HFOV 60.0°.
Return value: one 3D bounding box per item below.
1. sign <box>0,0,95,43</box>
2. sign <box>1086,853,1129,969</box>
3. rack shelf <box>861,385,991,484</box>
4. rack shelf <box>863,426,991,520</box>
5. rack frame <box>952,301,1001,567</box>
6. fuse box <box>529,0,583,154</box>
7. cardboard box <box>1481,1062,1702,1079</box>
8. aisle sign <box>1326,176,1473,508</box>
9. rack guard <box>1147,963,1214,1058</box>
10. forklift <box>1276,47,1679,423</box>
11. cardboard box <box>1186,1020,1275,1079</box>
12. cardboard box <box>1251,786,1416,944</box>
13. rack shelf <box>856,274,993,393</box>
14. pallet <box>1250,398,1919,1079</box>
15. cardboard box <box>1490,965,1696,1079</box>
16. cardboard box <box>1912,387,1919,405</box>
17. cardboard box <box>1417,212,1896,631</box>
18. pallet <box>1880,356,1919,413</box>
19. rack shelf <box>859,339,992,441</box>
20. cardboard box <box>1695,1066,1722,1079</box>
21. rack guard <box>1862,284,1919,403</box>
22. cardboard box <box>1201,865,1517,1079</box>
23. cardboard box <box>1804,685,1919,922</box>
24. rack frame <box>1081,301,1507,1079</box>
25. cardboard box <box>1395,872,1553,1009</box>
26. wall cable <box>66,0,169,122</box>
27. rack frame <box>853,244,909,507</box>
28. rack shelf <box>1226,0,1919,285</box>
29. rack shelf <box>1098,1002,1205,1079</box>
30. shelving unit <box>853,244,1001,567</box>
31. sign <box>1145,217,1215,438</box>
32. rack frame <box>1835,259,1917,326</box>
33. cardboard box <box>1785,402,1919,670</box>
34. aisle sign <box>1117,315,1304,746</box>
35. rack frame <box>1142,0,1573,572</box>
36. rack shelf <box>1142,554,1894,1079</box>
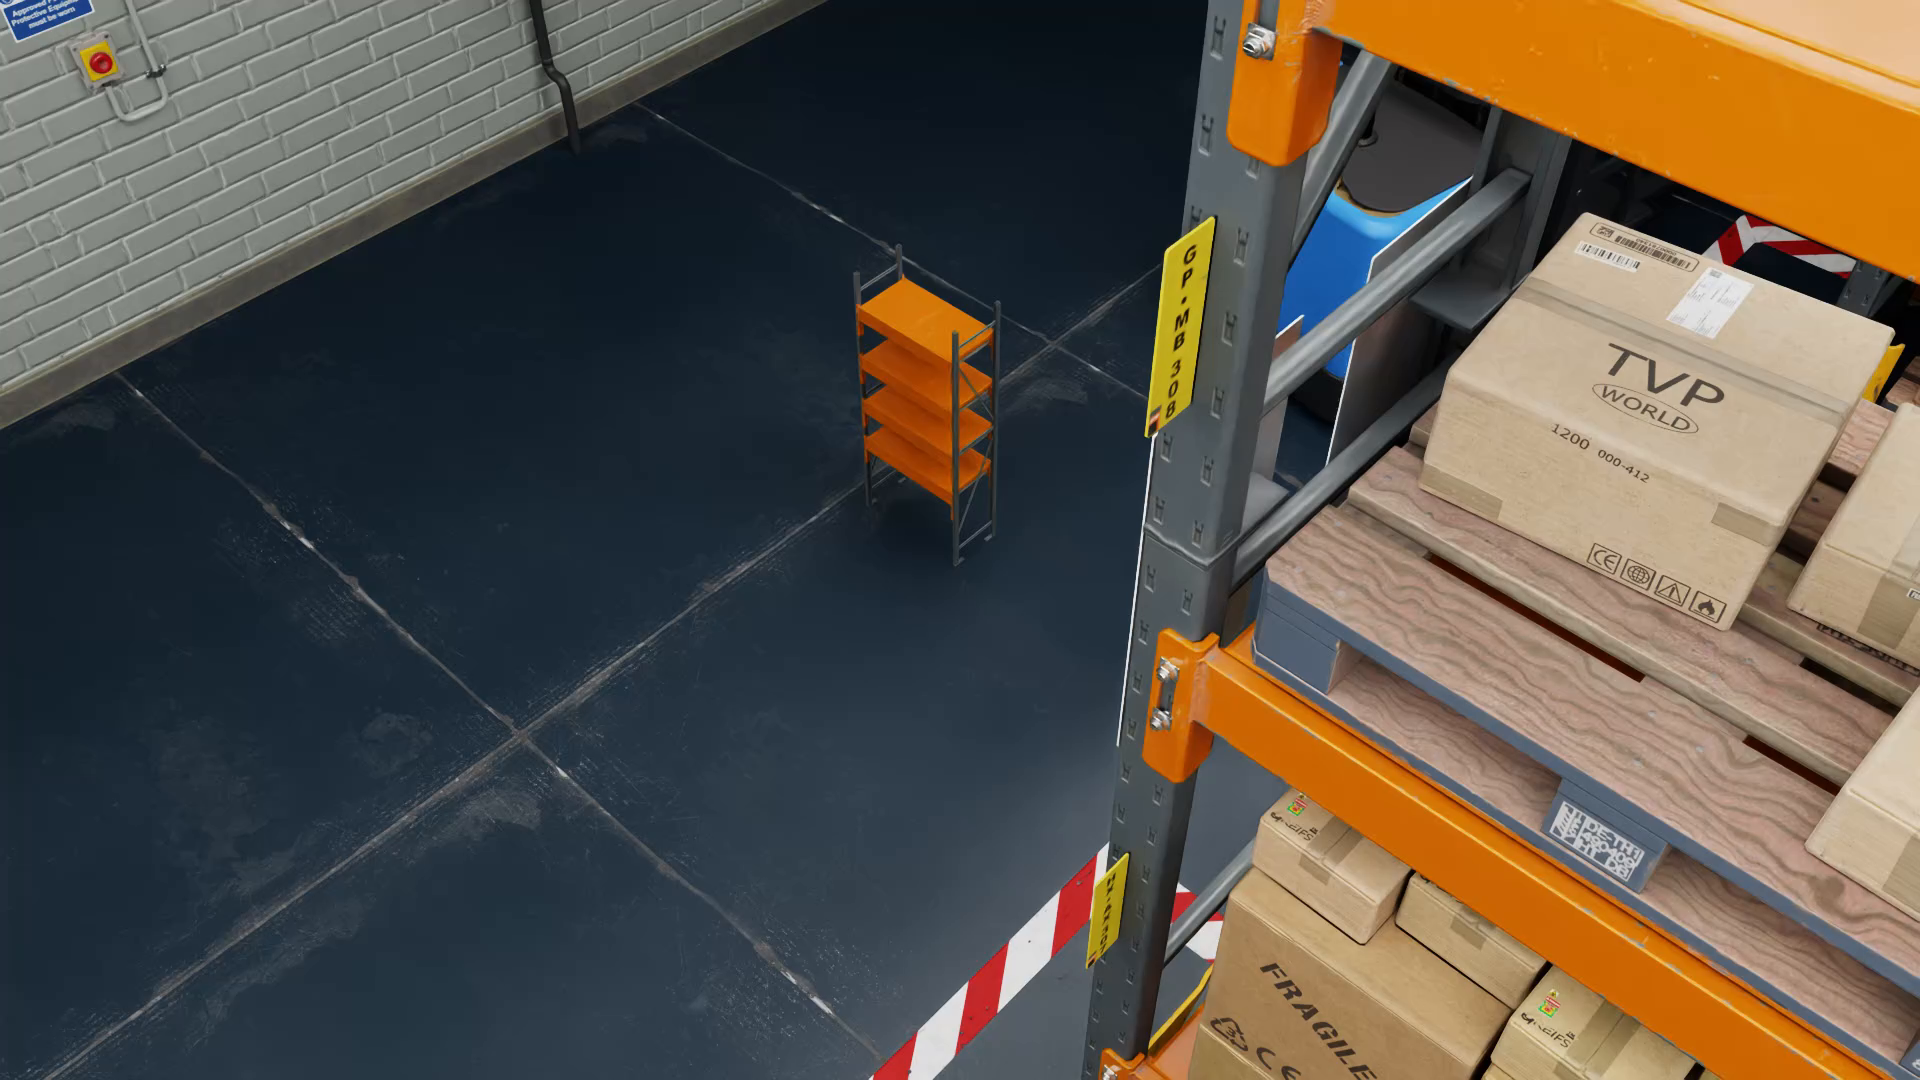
[{"bbox_3d":[-3.561,-2.094,6.474,0.001,0.218,0.327,34,55,28],"label":"sign"},{"bbox_3d":[0.295,0.749,3.341,0.005,0.325,0.100,34,55,28],"label":"sign"},{"bbox_3d":[-0.122,-0.446,6.438,0.480,0.148,0.258,34,55,28],"label":"rack shelf"},{"bbox_3d":[-0.122,-0.311,6.583,0.480,0.148,0.258,34,55,28],"label":"rack shelf"},{"bbox_3d":[0.058,-0.372,6.276,0.015,1.200,0.240,34,55,28],"label":"rack frame"},{"bbox_3d":[-1.952,-2.610,8.027,0.414,1.711,0.539,34,55,28],"label":"fuse box"},{"bbox_3d":[1.220,1.043,2.959,0.500,0.500,0.500,32,55,27],"label":"cardboard box"},{"bbox_3d":[0.833,-0.314,3.204,0.004,0.787,0.394,34,55,28],"label":"aisle sign"},{"bbox_3d":[0.658,1.622,4.884,0.348,0.500,1.175,34,55,28],"label":"rack guard"},{"bbox_3d":[2.509,-2.388,6.982,3.031,2.935,1.130,-29,53,-24],"label":"forklift"},{"bbox_3d":[0.834,1.135,3.558,0.500,0.500,0.500,34,55,27],"label":"cardboard box"},{"bbox_3d":[0.749,0.503,3.020,0.250,0.149,0.380,35,56,28],"label":"cardboard box"},{"bbox_3d":[-0.122,-0.762,6.103,0.480,0.148,0.258,34,55,28],"label":"rack shelf"},{"bbox_3d":[1.228,0.143,2.562,1.213,0.211,1.003,34,55,28],"label":"pallet"},{"bbox_3d":[1.103,0.785,2.756,0.250,0.149,0.380,36,56,29],"label":"cardboard box"},{"bbox_3d":[4.425,-0.819,6.886,0.637,0.503,0.797,32,54,26],"label":"cardboard box"},{"bbox_3d":[1.068,-0.201,2.570,0.500,0.250,0.500,29,53,25],"label":"cardboard box"},{"bbox_3d":[4.682,-0.497,7.072,1.213,0.211,1.003,34,55,28],"label":"pallet"},{"bbox_3d":[-0.122,-0.600,6.275,0.480,0.148,0.258,34,55,28],"label":"rack shelf"},{"bbox_3d":[1.309,0.905,2.643,0.250,0.149,0.380,32,55,27],"label":"cardboard box"},{"bbox_3d":[4.095,-0.990,7.336,0.348,0.500,1.175,34,55,28],"label":"rack guard"},{"bbox_3d":[0.835,0.791,3.195,0.500,0.500,0.500,33,55,27],"label":"cardboard box"},{"bbox_3d":[1.319,0.320,2.150,0.250,0.149,0.380,36,56,29],"label":"cardboard box"},{"bbox_3d":[0.676,0.778,3.962,0.127,3.000,1.000,34,55,28],"label":"rack frame"},{"bbox_3d":[0.990,0.595,2.935,0.250,0.149,0.380,35,56,28],"label":"cardboard box"},{"bbox_3d":[-3.484,-2.356,6.186,0.123,1.953,0.585,34,55,28],"label":"wall cable"},{"bbox_3d":[-0.301,-0.613,6.503,0.015,1.200,0.240,34,55,28],"label":"rack frame"},{"bbox_3d":[2.146,0.097,1.255,4.000,0.370,1.077,34,55,28],"label":"rack shelf"},{"bbox_3d":[2.146,2.013,3.296,4.000,0.370,1.077,34,55,28],"label":"rack shelf"},{"bbox_3d":[-0.122,-0.493,6.389,0.503,1.200,0.258,34,55,28],"label":"shelving unit"},{"bbox_3d":[0.295,-0.281,2.245,0.005,0.325,0.100,34,55,28],"label":"sign"},{"bbox_3d":[4.040,-1.883,6.460,0.127,3.000,1.000,34,55,28],"label":"rack frame"},{"bbox_3d":[1.430,-0.002,2.452,0.250,0.149,0.380,30,54,25],"label":"cardboard box"},{"bbox_3d":[0.426,0.008,2.902,0.004,0.787,0.394,34,55,28],"label":"aisle sign"},{"bbox_3d":[0.676,-1.276,1.775,0.127,3.000,1.000,34,55,28],"label":"rack frame"},{"bbox_3d":[2.146,0.986,2.202,4.000,0.370,1.077,34,55,28],"label":"rack shelf"}]
